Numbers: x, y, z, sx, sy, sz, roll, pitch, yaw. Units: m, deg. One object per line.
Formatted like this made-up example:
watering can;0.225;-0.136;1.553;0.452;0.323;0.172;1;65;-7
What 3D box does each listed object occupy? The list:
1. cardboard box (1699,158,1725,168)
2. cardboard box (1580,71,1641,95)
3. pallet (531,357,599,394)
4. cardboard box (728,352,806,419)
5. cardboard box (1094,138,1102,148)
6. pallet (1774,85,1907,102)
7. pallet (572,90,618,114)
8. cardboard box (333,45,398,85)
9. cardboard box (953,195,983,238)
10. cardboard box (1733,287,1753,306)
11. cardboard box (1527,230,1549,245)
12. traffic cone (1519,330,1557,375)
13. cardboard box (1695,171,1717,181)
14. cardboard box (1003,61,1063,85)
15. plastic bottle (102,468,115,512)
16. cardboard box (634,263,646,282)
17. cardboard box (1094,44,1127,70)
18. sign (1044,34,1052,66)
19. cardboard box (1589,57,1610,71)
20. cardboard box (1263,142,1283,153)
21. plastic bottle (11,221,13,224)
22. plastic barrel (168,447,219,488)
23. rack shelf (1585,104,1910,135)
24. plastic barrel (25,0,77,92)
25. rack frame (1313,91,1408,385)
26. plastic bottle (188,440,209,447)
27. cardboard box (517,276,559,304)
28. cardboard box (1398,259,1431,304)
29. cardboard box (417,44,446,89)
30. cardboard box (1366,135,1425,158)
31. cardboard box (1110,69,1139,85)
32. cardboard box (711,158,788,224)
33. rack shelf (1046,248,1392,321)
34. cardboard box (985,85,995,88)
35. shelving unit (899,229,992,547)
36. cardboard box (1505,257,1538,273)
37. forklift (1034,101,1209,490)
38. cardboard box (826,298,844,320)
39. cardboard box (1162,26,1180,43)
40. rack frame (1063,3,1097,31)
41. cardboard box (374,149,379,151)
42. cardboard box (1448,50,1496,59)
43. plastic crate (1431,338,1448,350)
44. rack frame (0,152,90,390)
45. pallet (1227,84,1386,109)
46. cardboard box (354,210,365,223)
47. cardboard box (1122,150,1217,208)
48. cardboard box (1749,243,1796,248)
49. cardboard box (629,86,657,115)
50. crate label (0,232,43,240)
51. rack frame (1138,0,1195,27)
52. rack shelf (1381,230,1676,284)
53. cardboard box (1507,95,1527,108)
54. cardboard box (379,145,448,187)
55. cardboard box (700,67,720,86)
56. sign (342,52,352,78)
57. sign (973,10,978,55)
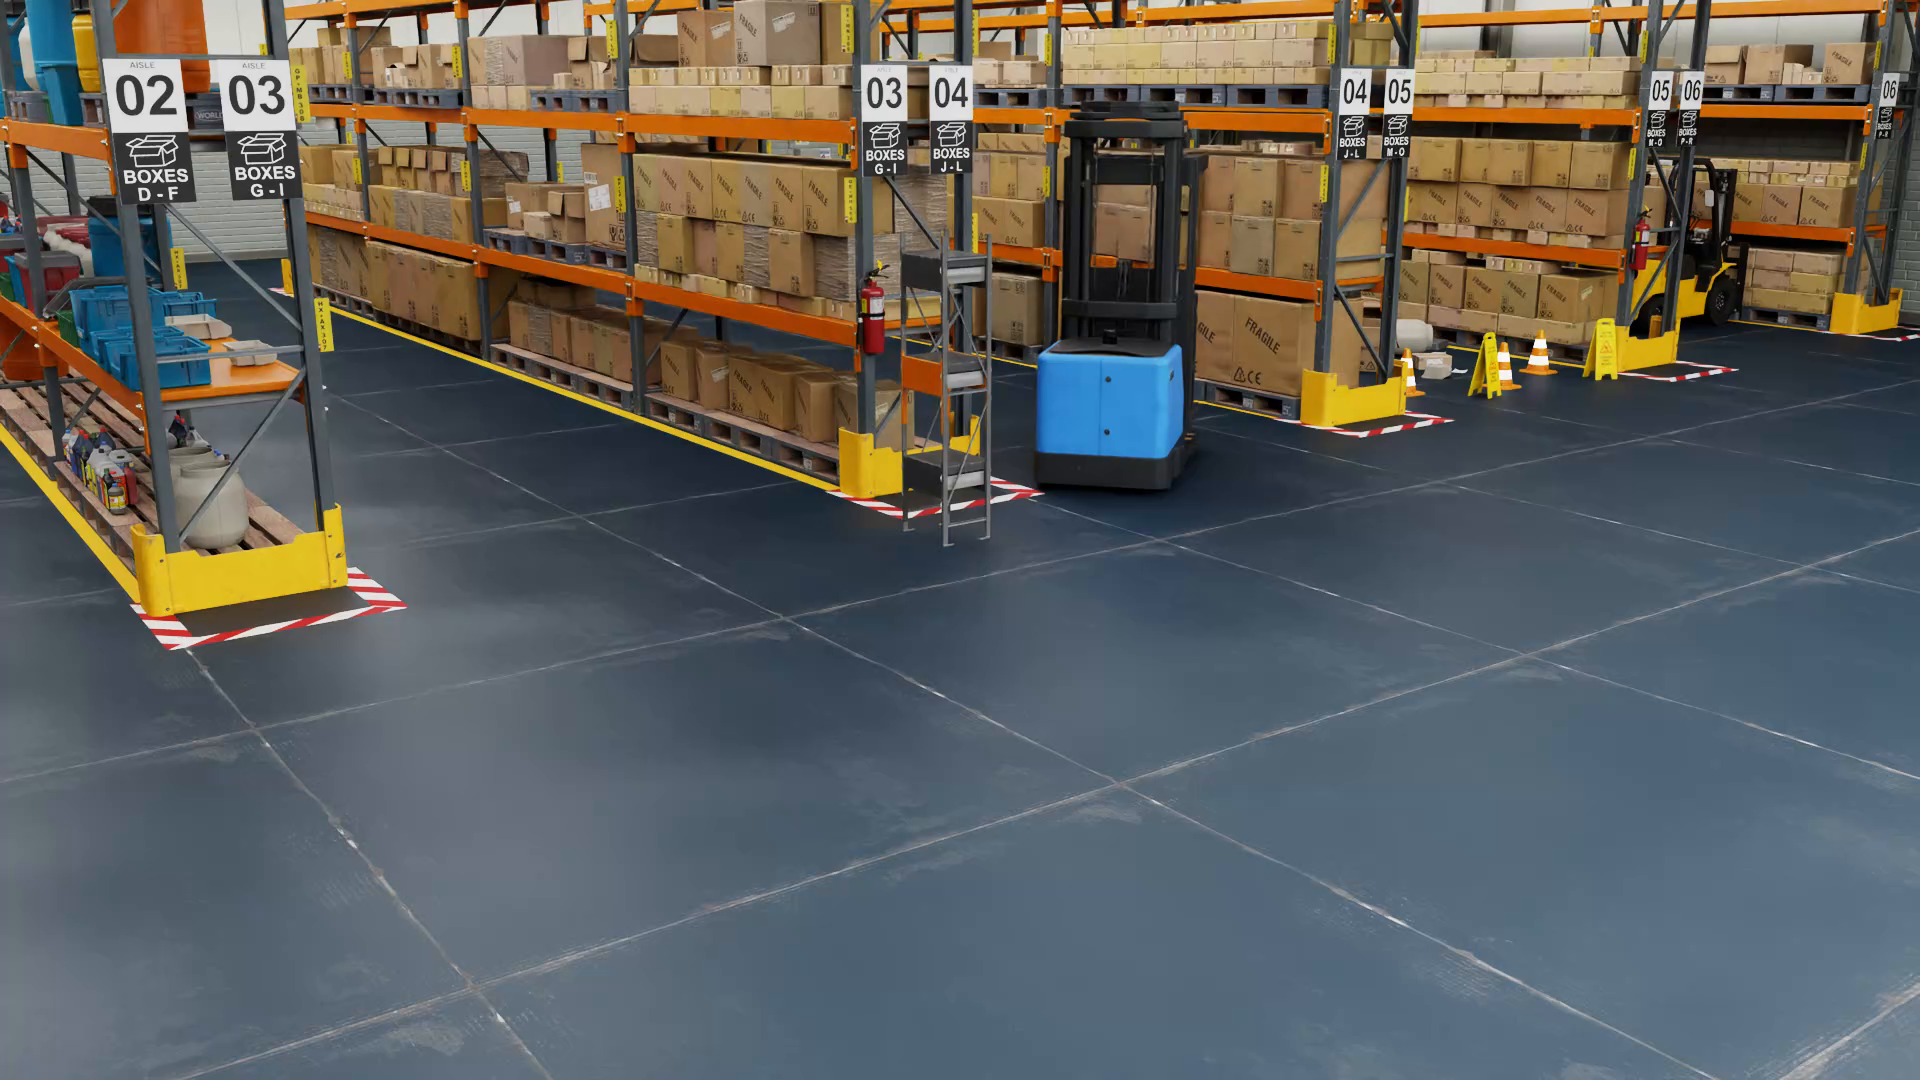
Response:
cardboard box;10.263;-5.109;22.579;0.380;0.149;0.250;-11;19;-34
cardboard box;7.154;-4.992;18.171;0.500;0.250;0.500;-11;19;-35
pallet;-3.876;-1.804;17.768;1.003;0.211;1.213;-11;19;-35
cardboard box;-1.721;-1.386;14.898;0.500;0.500;0.500;-13;20;-39
cardboard box;2.145;-5.823;25.087;0.500;0.500;0.500;-10;18;-34
pallet;11.290;-5.737;21.340;1.003;0.211;1.213;-11;19;-35
pallet;-2.972;-4.227;16.012;1.213;0.211;1.003;-11;19;-35
cardboard box;-7.908;-6.334;22.181;0.700;0.500;0.500;-12;20;-38
cardboard box;0.259;-3.805;19.606;0.500;0.500;0.500;-11;19;-34
cardboard box;10.582;-3.321;22.442;0.500;0.250;0.500;-11;19;-34
cardboard box;6.732;-3.477;19.074;0.380;0.149;0.250;-10;18;-34
traffic cone;6.376;-2.074;18.279;0.336;0.463;0.334;-11;19;-35
cardboard box;10.201;-4.951;22.564;0.380;0.149;0.250;-11;19;-36
cardboard box;0.831;-5.222;18.590;0.500;0.250;0.500;-11;19;-34
plastic bottle;-5.868;-0.348;11.477;0.061;0.283;0.133;-10;18;-33
cardboard box;-2.812;-2.509;15.536;0.380;0.149;0.250;-11;19;-35
cardboard box;1.735;-4.984;17.158;0.500;0.250;0.500;-11;19;-35
sign;0.943;-5.232;17.754;0.100;0.325;0.005;-11;19;-35
cardboard box;7.114;-5.204;18.192;0.380;0.149;0.250;-10;18;-34
cardboard box;4.270;-5.231;22.230;0.380;0.149;0.250;-12;19;-37
plastic bottle;-10.698;-3.490;18.881;0.152;0.276;0.135;-11;19;-35
plastic barrel;-5.094;-0.338;11.045;0.421;0.512;0.421;0;15;0
rack shelf;10.509;-5.705;22.417;1.077;0.370;4.000;-11;19;-35
plastic barrel;-6.203;-3.616;11.677;0.600;0.901;0.708;-11;19;-35
rack frame;3.728;-2.617;15.454;1.000;3.000;0.127;-11;19;-35
plastic bottle;-5.695;-0.614;12.464;0.152;0.276;0.135;-10;18;-34
cardboard box;-4.629;-2.806;18.629;0.500;0.250;0.500;-10;18;-32
cardboard box;5.773;-3.218;20.645;0.500;0.500;0.500;-10;18;-32
cardboard box;-6.043;-5.564;19.556;0.500;0.500;0.500;-10;18;-32
cardboard box;5.404;-4.807;20.810;0.700;0.500;0.500;-11;19;-35
cardboard box;1.761;-4.755;17.075;0.380;0.149;0.250;-11;19;-35
cardboard box;-1.745;-2.942;13.998;0.500;0.500;0.500;-11;19;-35
rack shelf;2.552;-2.697;17.110;1.077;0.370;4.000;-11;19;-35
cardboard box;0.628;-7.392;26.680;0.396;0.266;0.258;-11;19;-35
shelving unit;-0.097;-1.048;11.428;0.431;2.100;0.503;-11;19;-35
cardboard box;6.575;-3.210;19.387;0.380;0.149;0.250;-10;18;-34
forklift;1.440;-2.144;13.858;1.130;2.935;3.031;4;16;14
cardboard box;-0.825;-1.829;13.054;0.380;0.149;0.250;-11;19;-35
cardboard box;2.210;-4.976;16.375;0.380;0.149;0.250;-11;19;-35
rack frame;2.278;-10.488;32.849;1.000;3.000;0.127;-11;19;-35
cardboard box;-7.757;-5.112;22.871;0.500;0.500;0.500;-11;19;-35
cardboard box;7.809;-7.222;25.424;0.500;0.500;0.500;-10;18;-33
plastic crate;5.580;-2.390;20.156;0.583;0.080;0.402;10;18;33
rack frame;-9.054;-2.808;16.153;1.000;3.000;0.127;-11;19;-35
pallet;3.283;-4.177;15.643;1.003;0.211;1.213;-11;19;-35
cardboard box;-7.844;-4.324;22.168;0.380;0.149;0.250;-11;19;-34
cardboard box;2.189;-3.744;17.243;0.875;0.550;0.550;-11;19;-35
cardboard box;10.974;-3.883;22.600;0.500;0.250;0.500;-11;19;-35
cardboard box;-2.638;-3.961;14.968;0.500;0.250;0.500;-12;19;-37
crate label;-8.688;-2.571;15.220;0.502;0.435;0.616;-11;19;-35
rack frame;2.969;-8.008;23.790;1.000;3.000;0.127;-11;19;-35
rack shelf;6.496;-3.487;19.996;1.077;0.370;4.000;-11;19;-35
cardboard box;6.506;-5.043;19.112;0.380;0.149;0.250;-11;19;-36
cardboard box;-7.017;-4.828;21.443;0.797;0.503;0.637;-11;19;-36
cardboard box;-1.957;-3.899;13.988;0.380;0.149;0.250;-11;19;-36
sign;-7.847;-6.079;21.292;0.100;0.325;0.005;-11;19;-35
sign;0.095;-3.821;12.517;0.100;0.325;0.005;-11;19;-35
